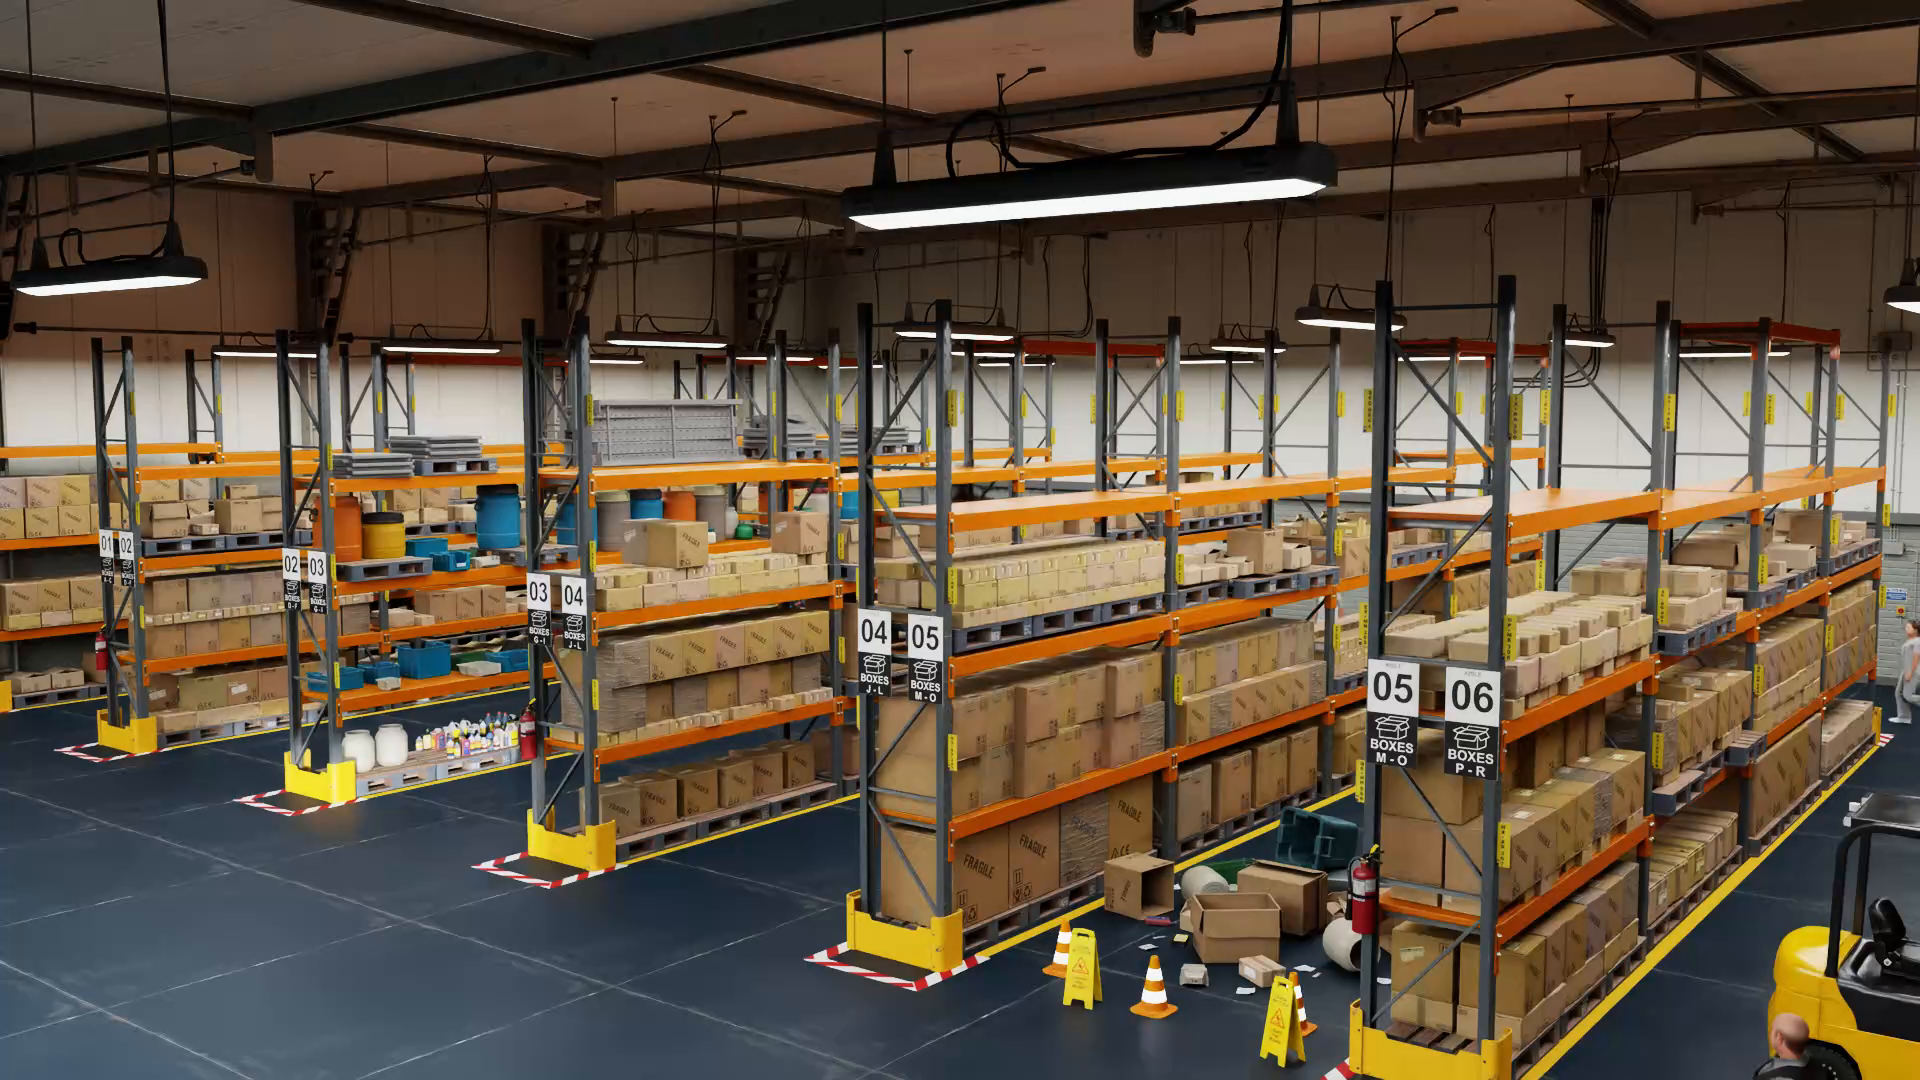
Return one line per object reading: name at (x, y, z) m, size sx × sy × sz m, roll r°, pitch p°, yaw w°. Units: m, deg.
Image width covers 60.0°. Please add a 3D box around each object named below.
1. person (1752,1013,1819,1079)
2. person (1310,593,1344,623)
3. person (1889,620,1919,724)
person at (4.620, 3.487, 9.373) m, size 0.454 × 1.722 × 0.616 m, roll 2°, pitch 5°, yaw 21°
person at (6.764, 1.573, 30.834) m, size 0.614 × 1.752 × 0.939 m, roll 3°, pitch 6°, yaw 28°
person at (14.952, 2.077, 26.013) m, size 0.660 × 1.636 × 0.474 m, roll 2°, pitch 5°, yaw 24°
